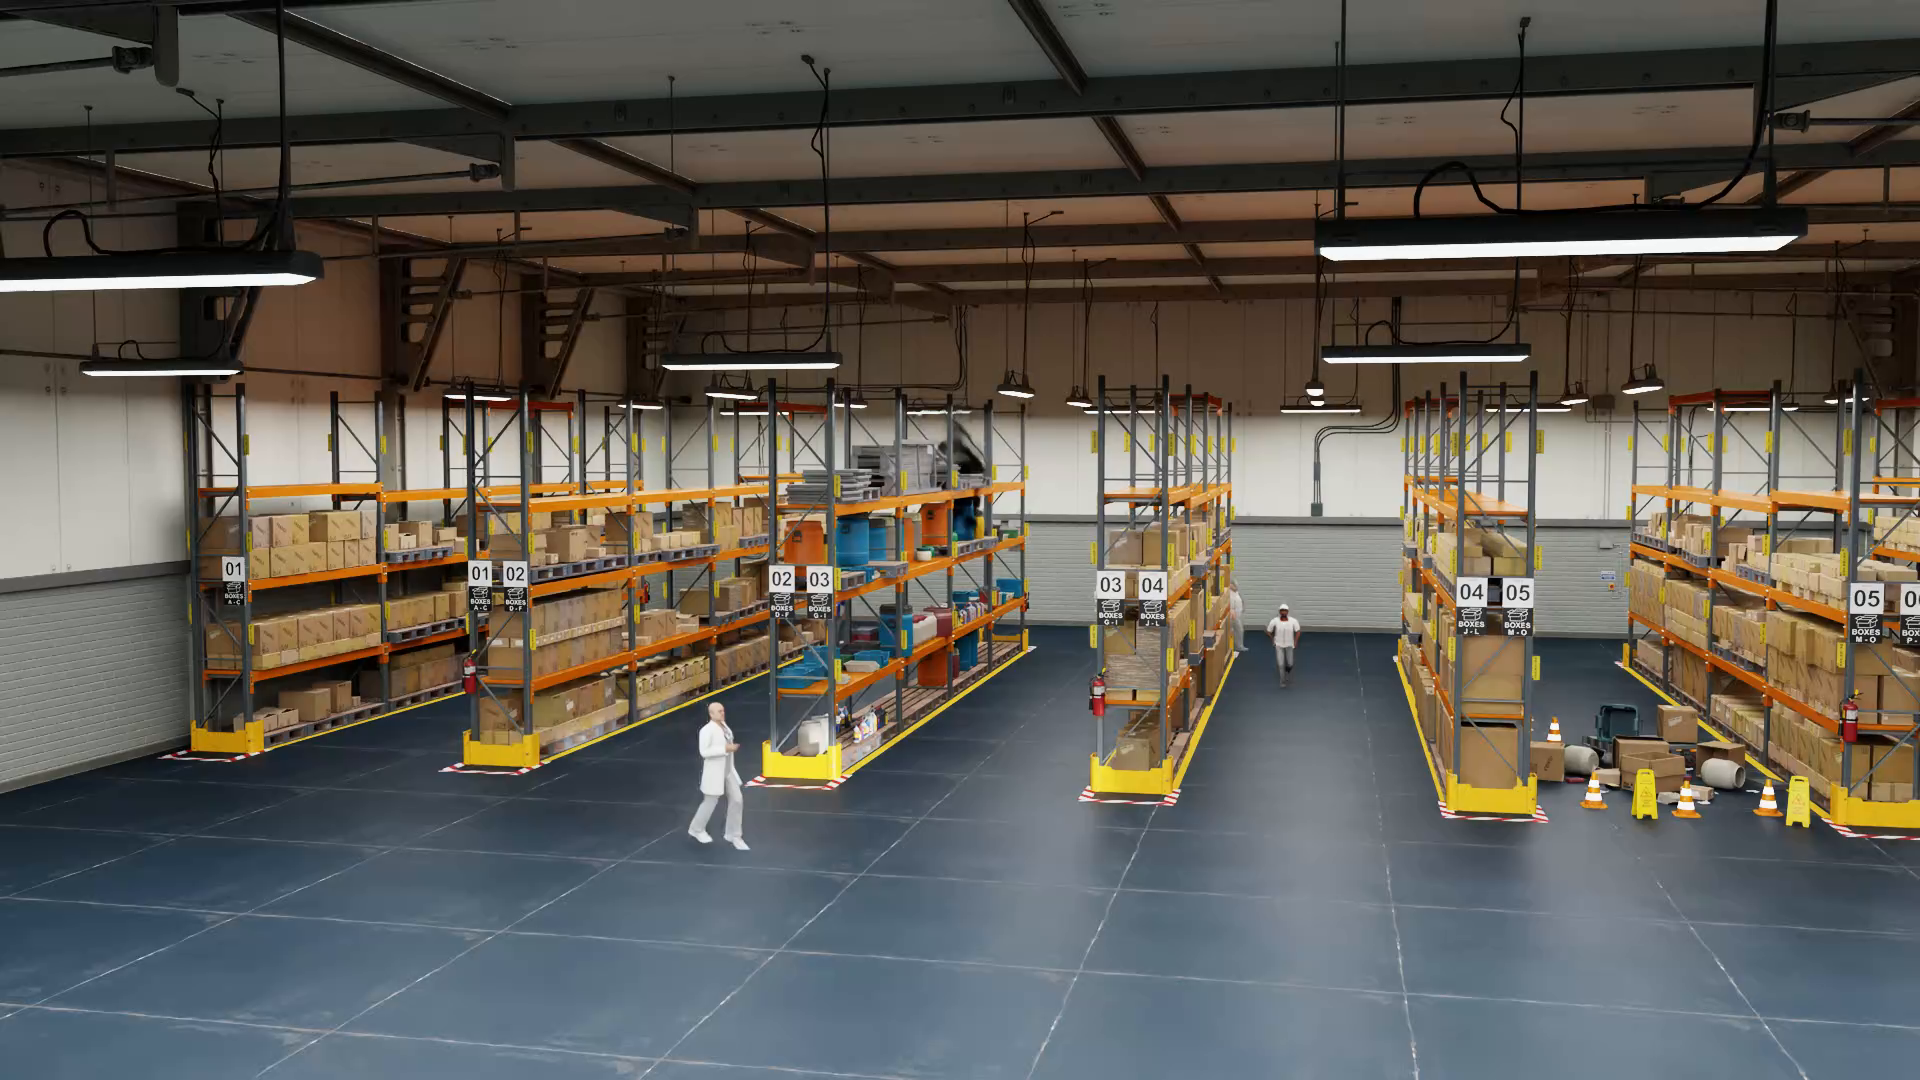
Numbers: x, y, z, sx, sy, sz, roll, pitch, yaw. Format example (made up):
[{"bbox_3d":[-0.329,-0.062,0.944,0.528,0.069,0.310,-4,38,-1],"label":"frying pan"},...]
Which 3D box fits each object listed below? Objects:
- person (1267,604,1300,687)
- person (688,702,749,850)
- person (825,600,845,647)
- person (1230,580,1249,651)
[{"bbox_3d":[6.674,2.181,34.287,0.696,1.718,0.603,0,3,8],"label":"person"},{"bbox_3d":[-3.021,2.925,20.627,0.842,1.838,0.692,2,4,32],"label":"person"},{"bbox_3d":[-2.734,1.812,35.938,0.569,1.687,0.810,0,3,3],"label":"person"},{"bbox_3d":[6.632,1.823,40.406,0.745,1.742,0.703,2,4,32],"label":"person"}]
